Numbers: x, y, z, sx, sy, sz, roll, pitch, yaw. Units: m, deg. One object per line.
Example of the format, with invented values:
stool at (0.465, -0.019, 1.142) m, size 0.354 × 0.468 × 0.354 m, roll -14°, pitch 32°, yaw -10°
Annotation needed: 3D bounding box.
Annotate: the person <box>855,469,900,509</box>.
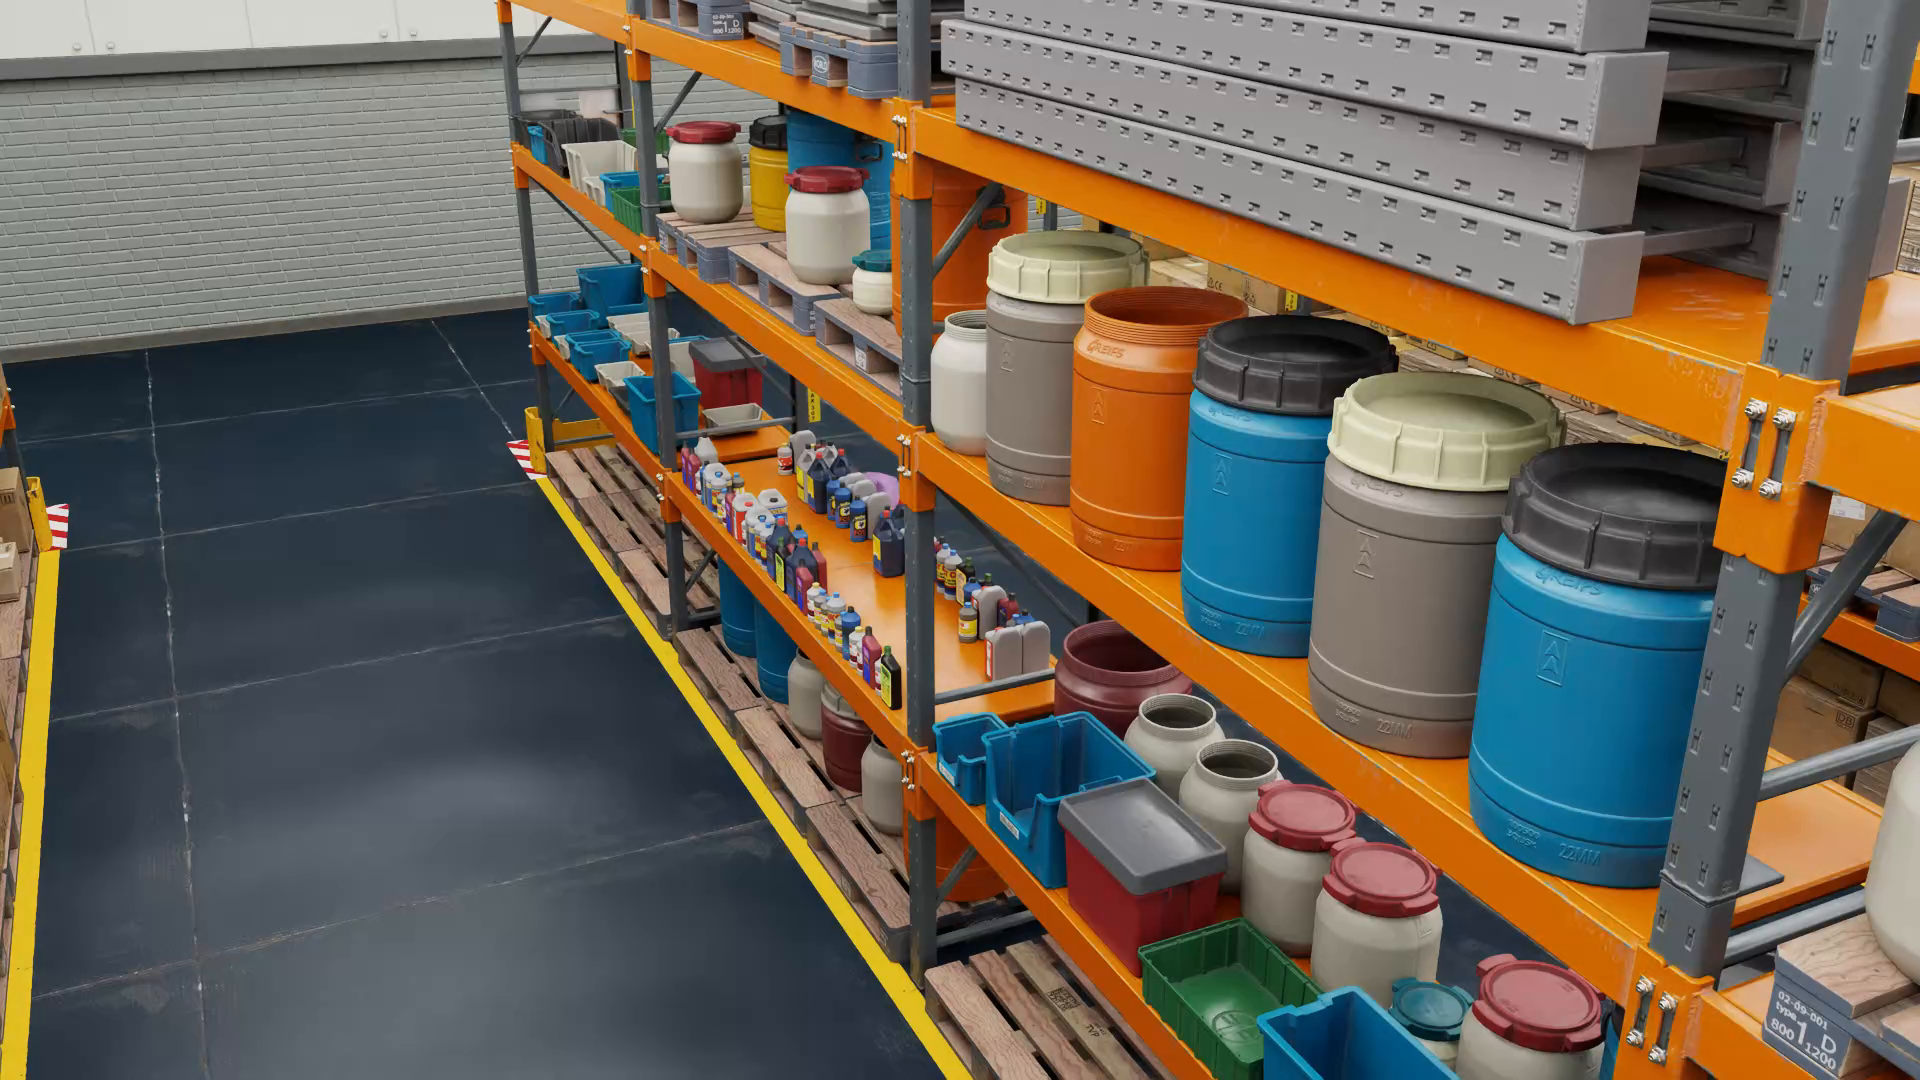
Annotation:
person at (-0.641, -0.148, 12.514) m, size 0.422 × 0.767 × 0.873 m, roll -15°, pitch 27°, yaw -32°
